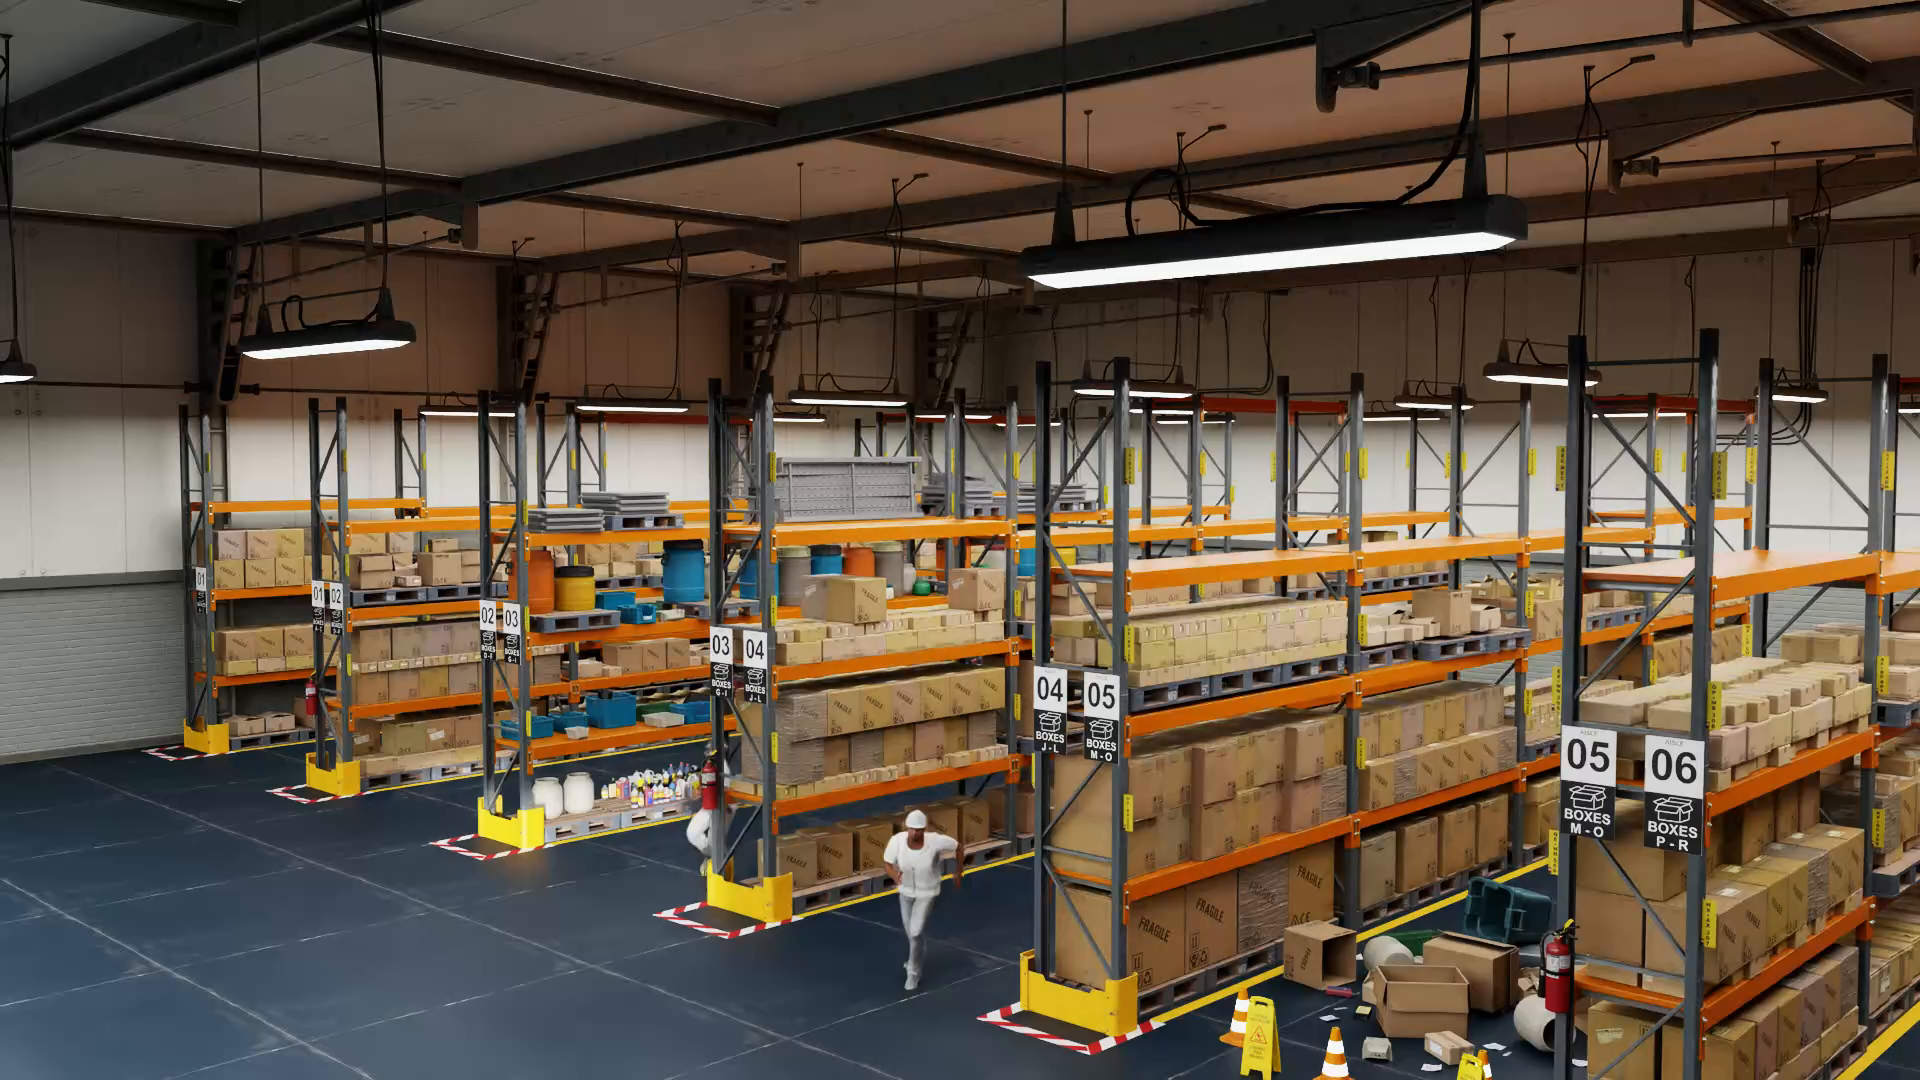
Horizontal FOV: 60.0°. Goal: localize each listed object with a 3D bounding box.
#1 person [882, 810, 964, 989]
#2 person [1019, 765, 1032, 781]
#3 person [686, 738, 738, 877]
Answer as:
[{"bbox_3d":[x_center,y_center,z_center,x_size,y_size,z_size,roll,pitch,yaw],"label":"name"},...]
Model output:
[{"bbox_3d":[-0.356,3.487,16.203,0.760,1.807,0.853,1,3,17],"label":"person"},{"bbox_3d":[1.009,3.097,24.644,0.611,1.624,0.982,2,4,33],"label":"person"},{"bbox_3d":[-2.967,3.242,20.101,0.633,1.742,0.742,-3,4,-40],"label":"person"}]
